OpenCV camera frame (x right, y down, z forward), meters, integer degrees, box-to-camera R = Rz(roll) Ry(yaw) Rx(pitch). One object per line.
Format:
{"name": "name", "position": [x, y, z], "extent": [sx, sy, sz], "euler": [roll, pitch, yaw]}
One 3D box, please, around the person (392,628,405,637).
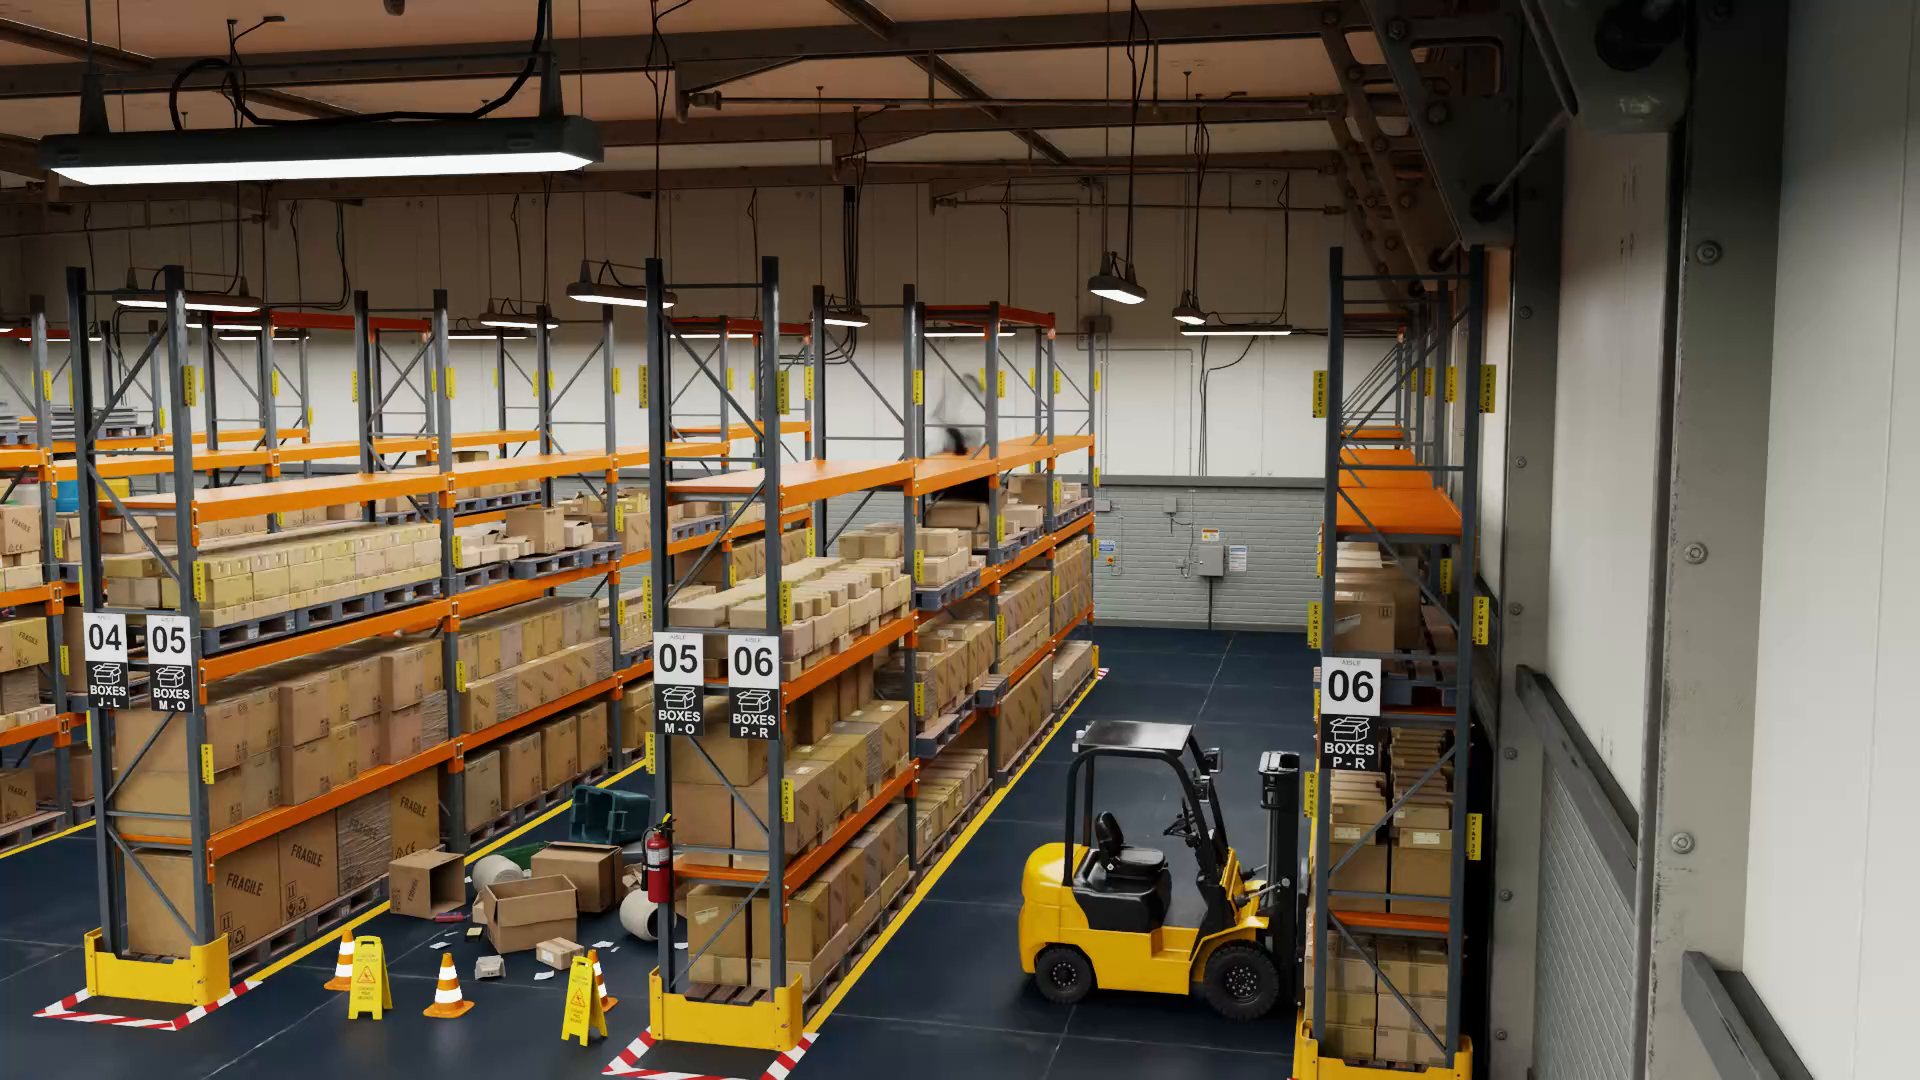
{"name": "person", "position": [-7.705, 2.034, 22.921], "extent": [0.606, 1.662, 0.923], "euler": [1, 6, 7]}
